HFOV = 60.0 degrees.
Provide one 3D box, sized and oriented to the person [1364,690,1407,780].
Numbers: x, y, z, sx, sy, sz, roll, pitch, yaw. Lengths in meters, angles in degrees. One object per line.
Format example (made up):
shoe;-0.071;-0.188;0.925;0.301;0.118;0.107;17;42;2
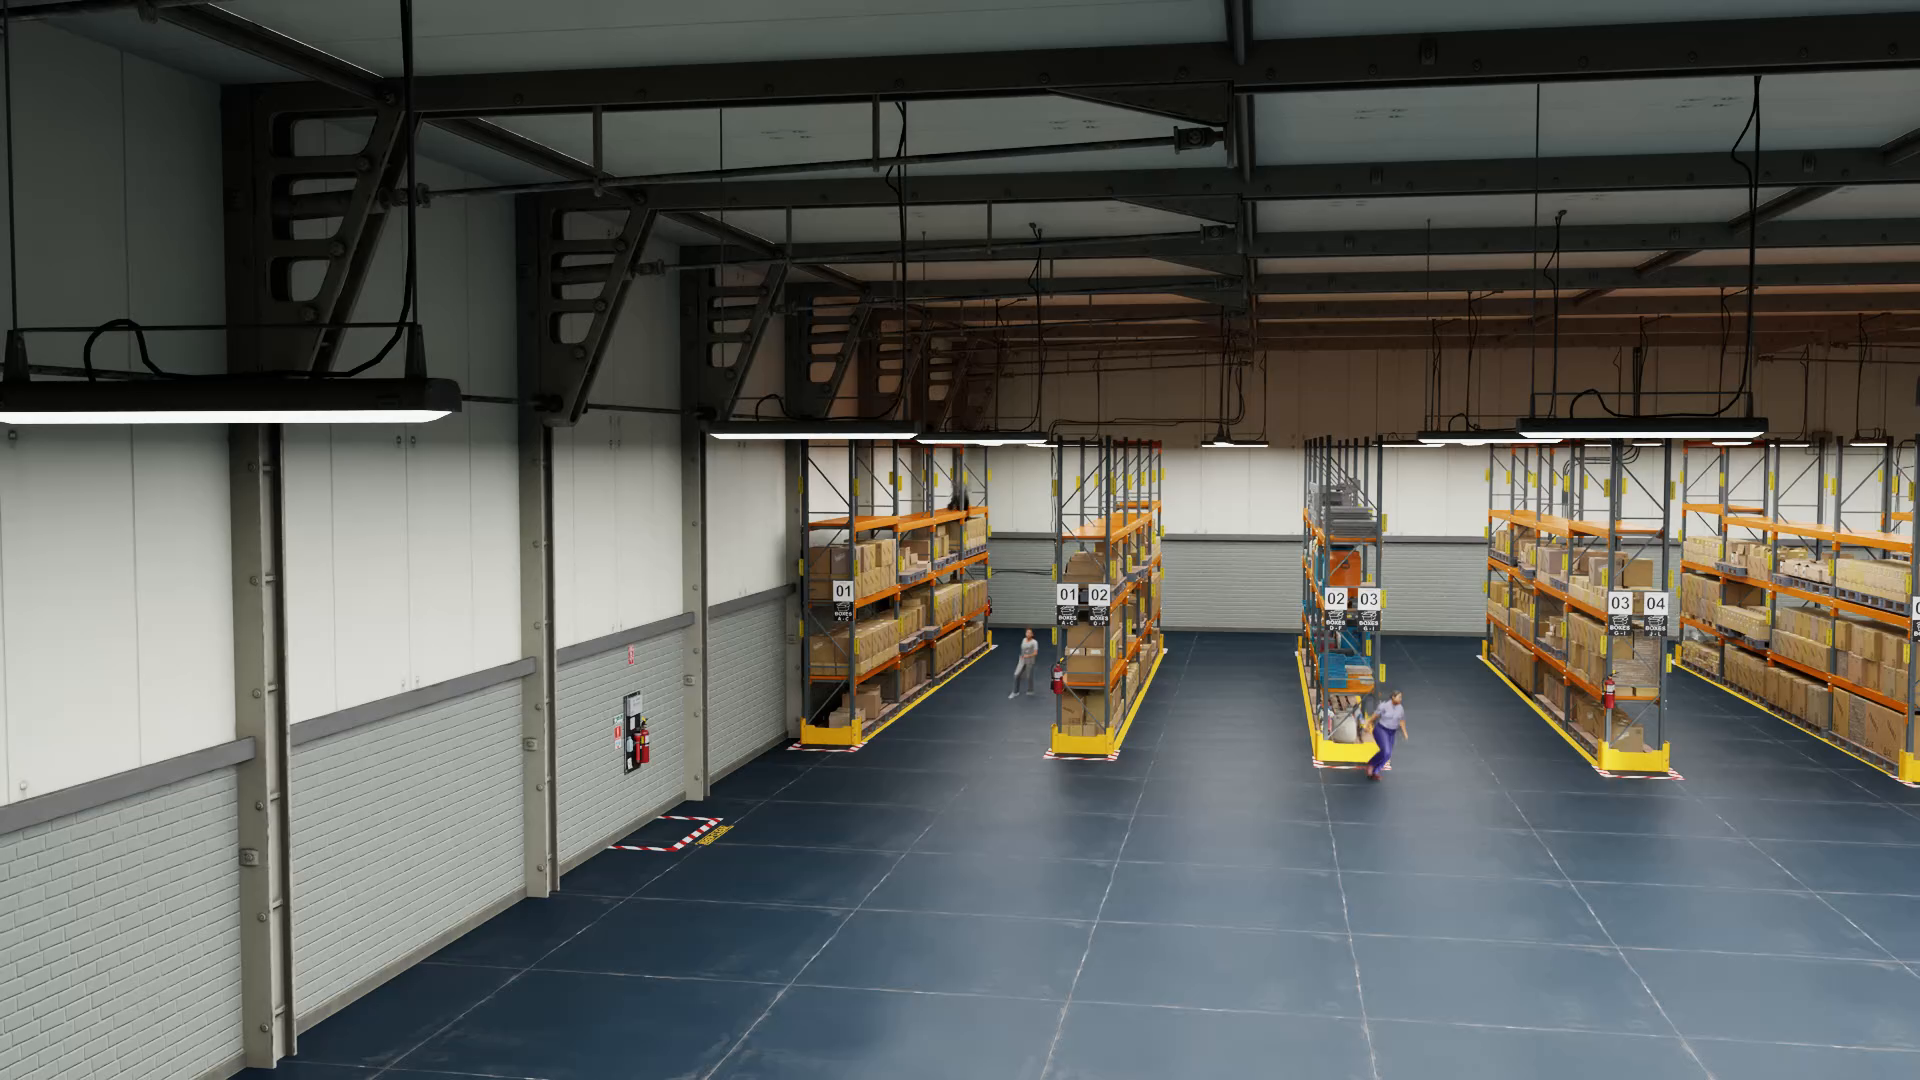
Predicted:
person;7.394;3.371;28.869;0.642;1.582;0.681;-2;4;-30

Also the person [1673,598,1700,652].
person;20.643;2.286;47.118;0.933;1.786;0.650;-1;3;-20

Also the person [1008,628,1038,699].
person;1.545;2.818;38.182;0.637;1.646;0.802;2;4;30
